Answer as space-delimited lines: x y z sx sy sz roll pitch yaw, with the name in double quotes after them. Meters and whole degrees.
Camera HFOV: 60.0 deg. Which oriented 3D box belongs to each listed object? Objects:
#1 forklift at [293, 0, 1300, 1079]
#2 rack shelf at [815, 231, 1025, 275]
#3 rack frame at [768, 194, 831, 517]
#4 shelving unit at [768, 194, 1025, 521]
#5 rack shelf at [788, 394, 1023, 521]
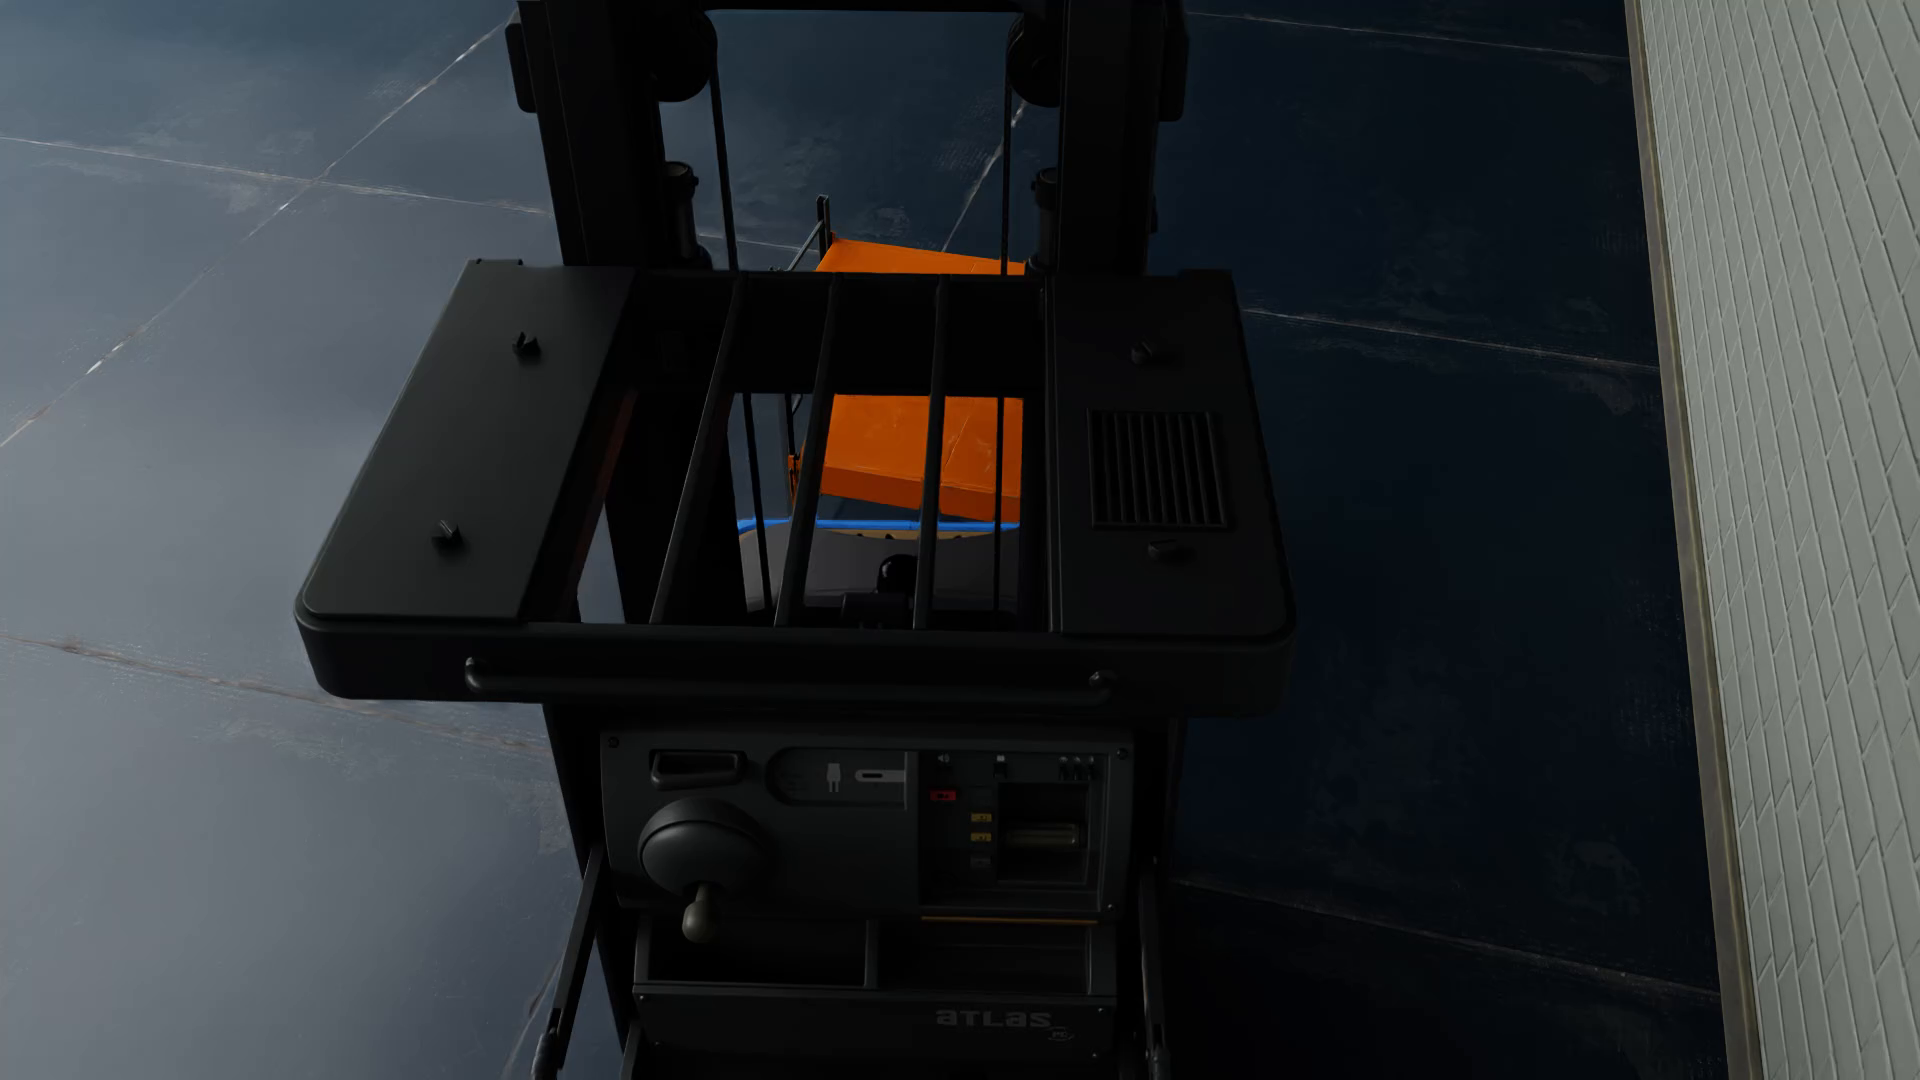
-0.167 0.593 2.765 1.130 2.935 3.031 1 40 1 "forklift"
-0.007 -0.656 5.201 1.000 0.278 0.538 10 41 11 "rack shelf"
-0.498 -0.516 5.490 0.032 1.125 0.500 10 41 11 "rack frame"
-0.007 -0.432 5.390 1.048 1.125 0.538 10 41 11 "shelving unit"
-0.007 -0.245 5.547 1.000 0.278 0.538 10 41 11 "rack shelf"
